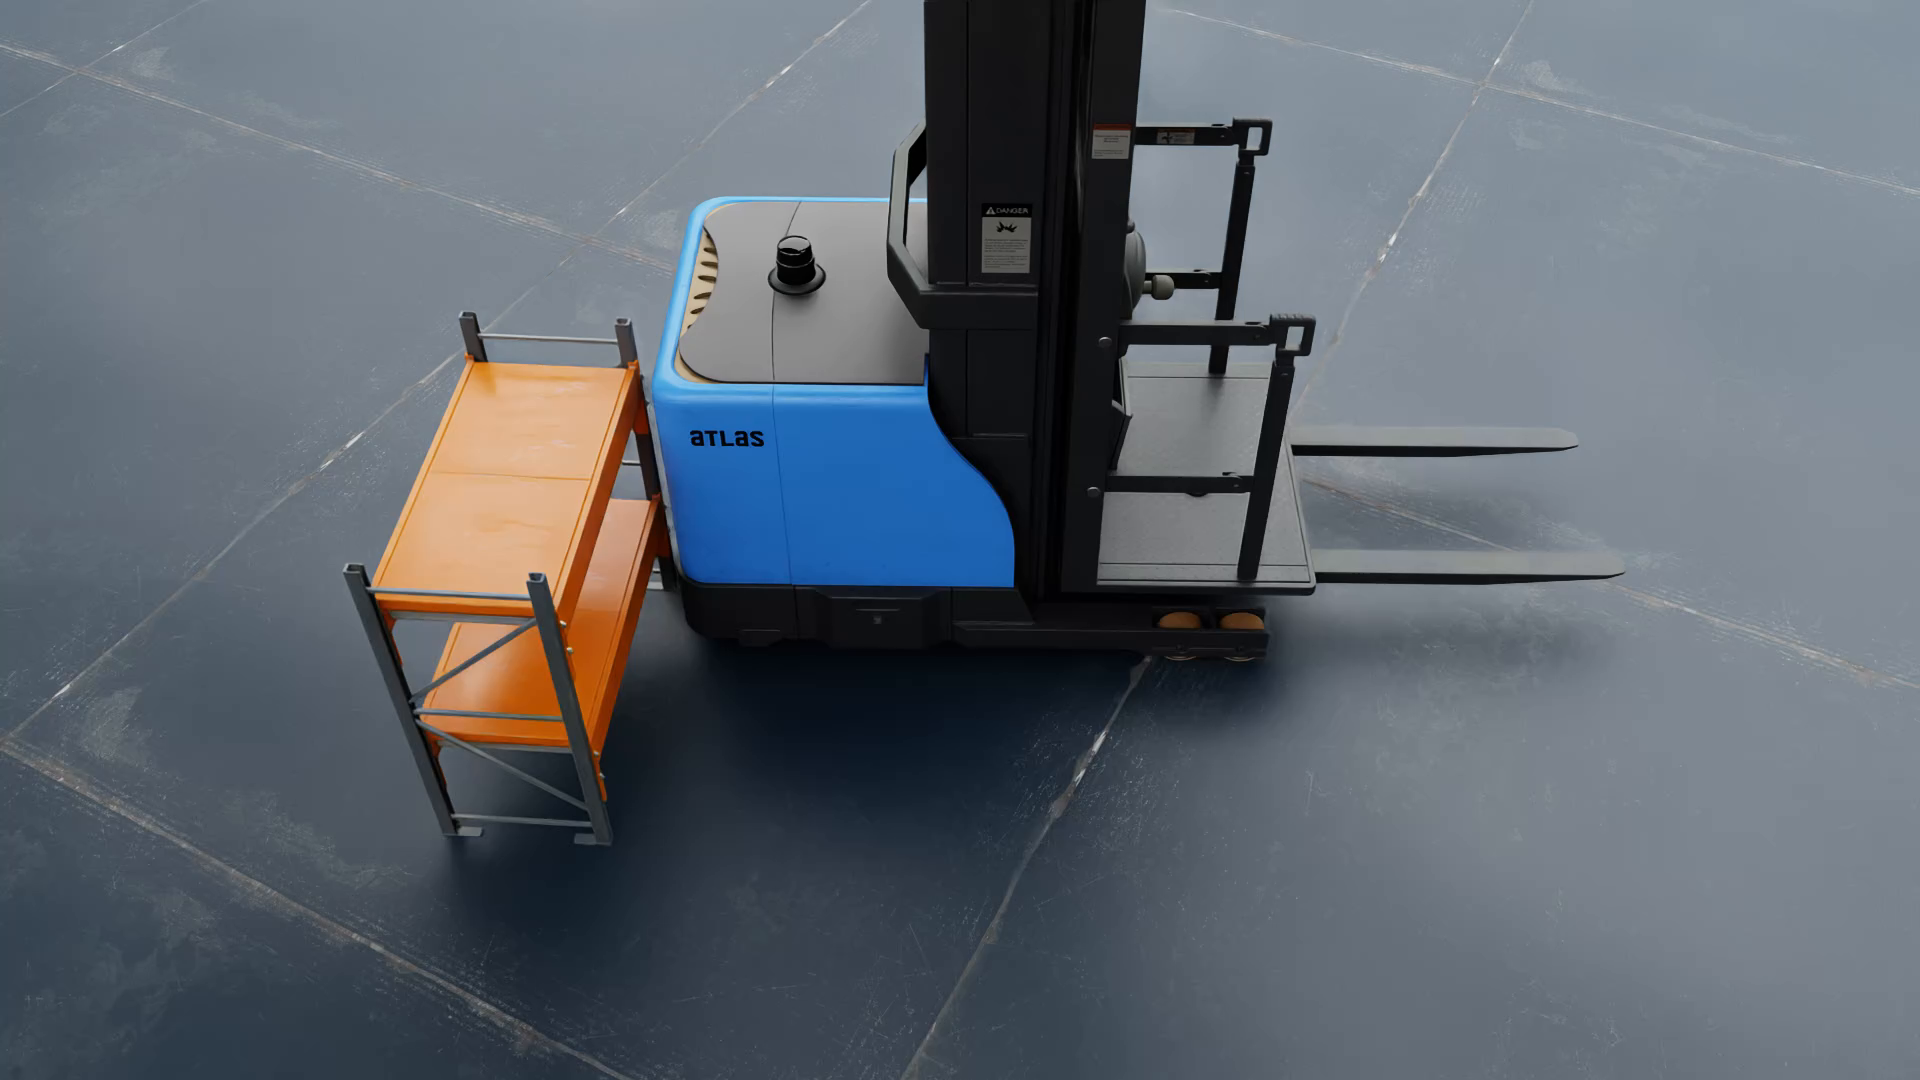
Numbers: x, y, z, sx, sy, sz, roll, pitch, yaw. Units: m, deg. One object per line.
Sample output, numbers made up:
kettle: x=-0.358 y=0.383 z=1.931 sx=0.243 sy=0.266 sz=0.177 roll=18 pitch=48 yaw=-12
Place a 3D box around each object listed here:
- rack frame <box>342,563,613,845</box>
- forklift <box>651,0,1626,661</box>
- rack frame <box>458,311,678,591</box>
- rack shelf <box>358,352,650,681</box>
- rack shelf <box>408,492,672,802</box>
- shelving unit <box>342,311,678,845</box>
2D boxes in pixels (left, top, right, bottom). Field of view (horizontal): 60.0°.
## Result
rack frame: x=-1.269 y=0.475 z=4.490 sx=0.500 sy=1.125 sz=0.032 roll=3 pitch=45 yaw=3
forklift: x=0.629 y=-1.023 z=4.701 sx=3.031 sy=2.935 sz=1.130 roll=1 pitch=45 yaw=1
rack frame: x=-1.200 y=-0.246 z=5.203 sx=0.500 sy=1.125 sz=0.032 roll=3 pitch=45 yaw=3
rack shelf: x=-1.235 y=-0.091 z=4.638 sx=0.538 sy=0.278 sz=1.000 roll=3 pitch=45 yaw=3
rack shelf: x=-1.235 y=0.286 z=5.020 sx=0.538 sy=0.278 sz=1.000 roll=3 pitch=45 yaw=3
shelving unit: x=-1.235 y=0.114 z=4.846 sx=0.538 sy=1.125 sz=1.048 roll=3 pitch=45 yaw=3
